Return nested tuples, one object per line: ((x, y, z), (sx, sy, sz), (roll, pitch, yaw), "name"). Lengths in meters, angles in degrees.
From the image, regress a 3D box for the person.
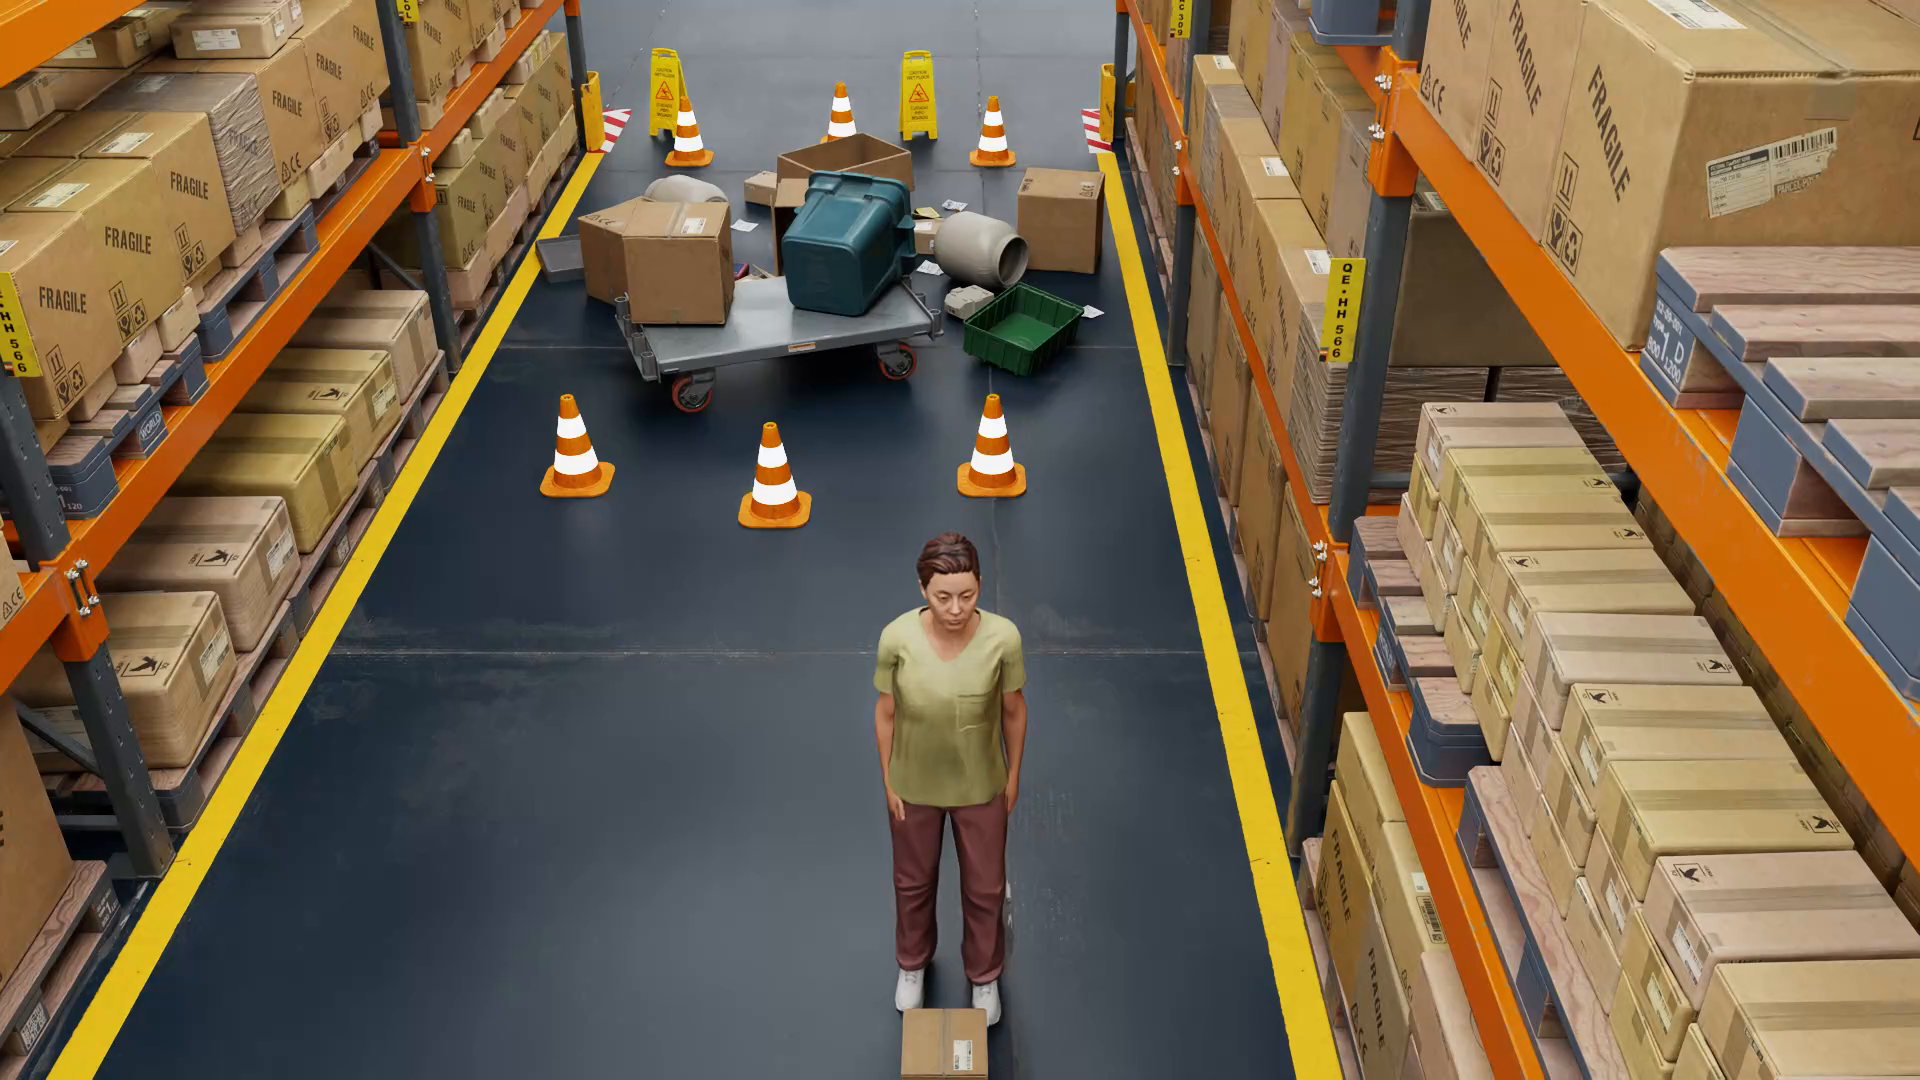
((-0.029, 0.730, 4.960), (0.449, 1.674, 0.399), (1, 32, 1), "person")
